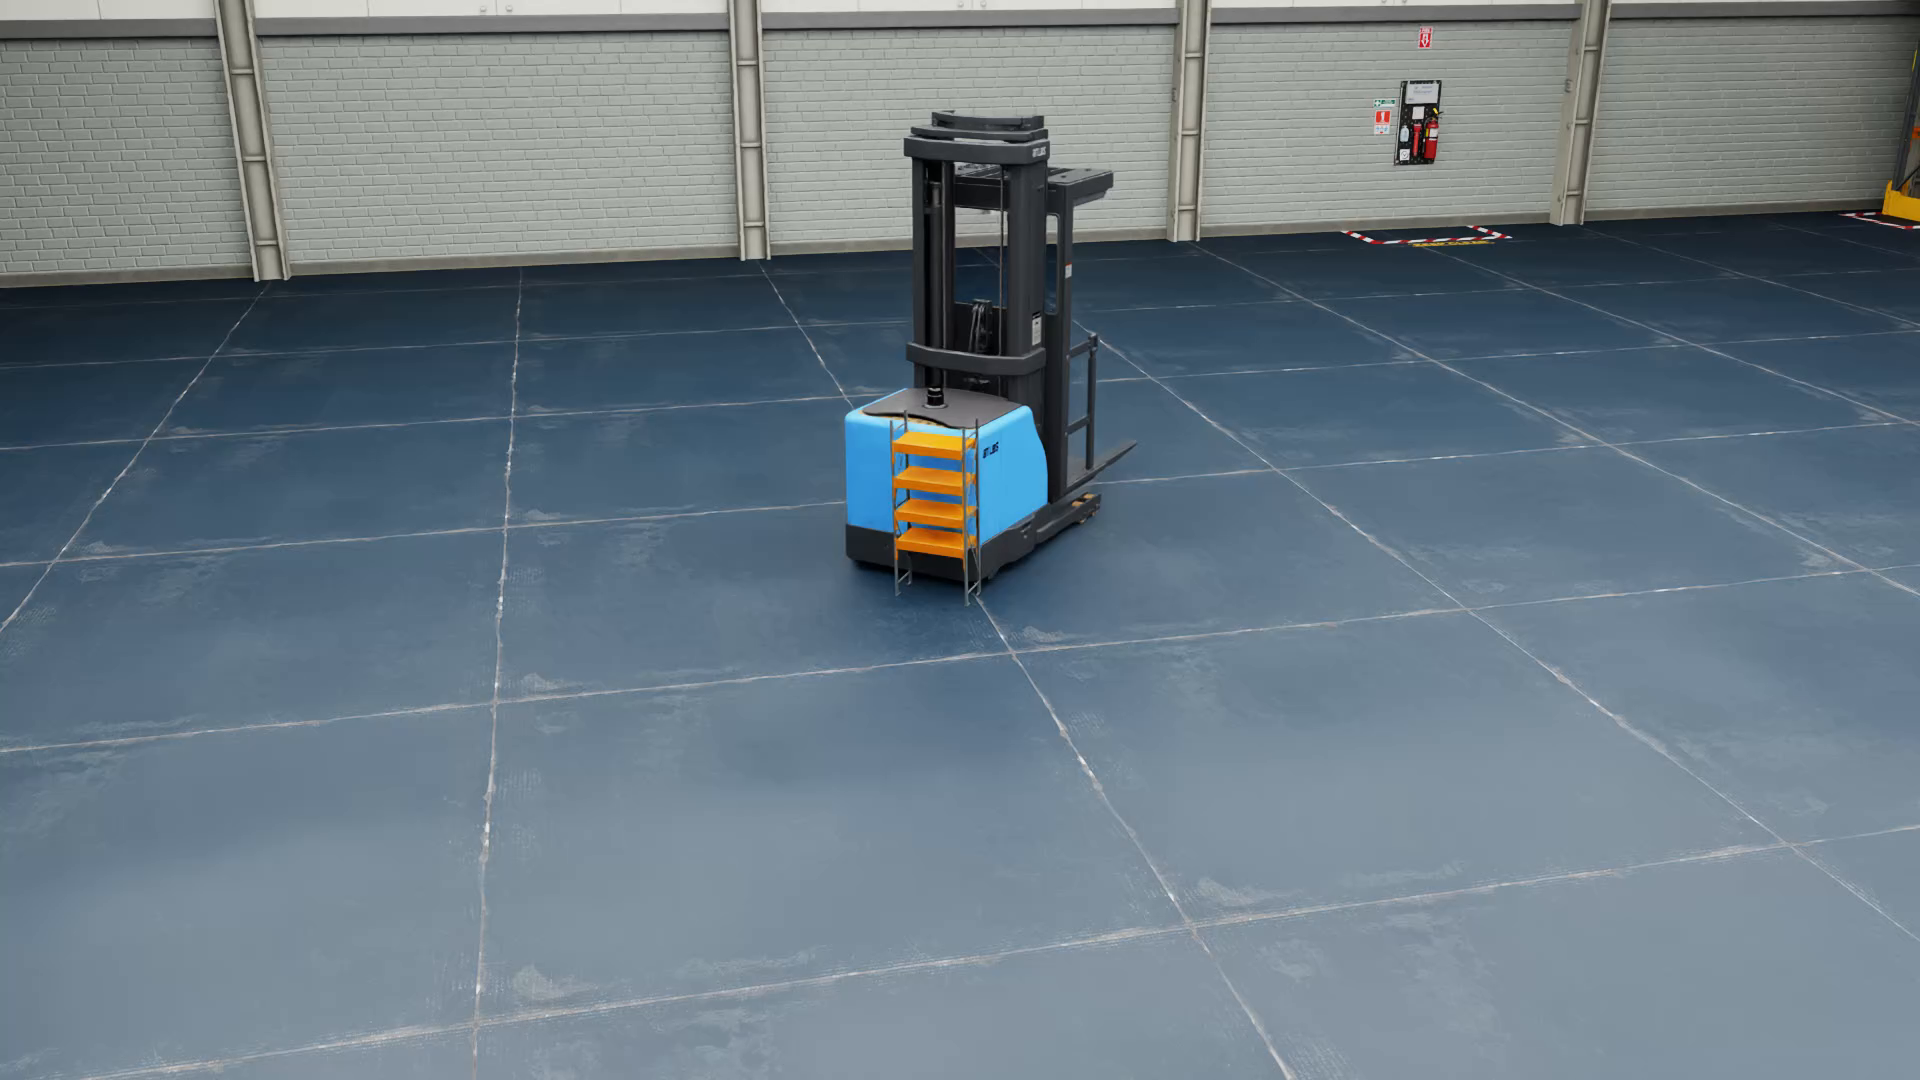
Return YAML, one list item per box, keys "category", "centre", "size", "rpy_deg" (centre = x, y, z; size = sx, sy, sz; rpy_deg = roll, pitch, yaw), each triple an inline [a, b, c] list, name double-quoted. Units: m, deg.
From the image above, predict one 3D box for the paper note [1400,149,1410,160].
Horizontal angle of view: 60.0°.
- category: "paper note"
  centre: [6.358, -5.506, 23.765]
  size: [0.142, 0.148, 0.016]
  rpy_deg: [-5, 21, -12]

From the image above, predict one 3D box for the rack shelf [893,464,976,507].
- category: "rack shelf"
  centre: [-0.154, -0.346, 10.544]
  size: [0.480, 0.148, 0.258]
  rpy_deg: [8, 24, 21]

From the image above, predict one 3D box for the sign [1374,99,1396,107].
- category: "sign"
  centre: [5.991, -6.164, 23.459]
  size: [0.331, 0.109, 0.001]
  rpy_deg: [-5, 21, -12]

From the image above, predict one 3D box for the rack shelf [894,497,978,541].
- category: "rack shelf"
  centre: [-0.151, -0.139, 10.629]
  size: [0.480, 0.148, 0.258]
  rpy_deg: [8, 24, 21]

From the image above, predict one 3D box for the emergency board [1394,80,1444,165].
- category: "emergency board"
  centre: [6.546, -5.911, 23.589]
  size: [0.643, 1.169, 0.194]
  rpy_deg: [-5, 21, -12]

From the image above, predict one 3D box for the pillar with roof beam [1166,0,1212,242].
- category: "pillar with roof beam"
  centre: [4.111, -6.994, 17.826]
  size: [0.400, 9.000, 9.100]
  rpy_deg: [-5, 21, -12]

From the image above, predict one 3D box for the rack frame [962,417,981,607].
- category: "rack frame"
  centre: [0.074, -0.170, 10.517]
  size: [0.015, 1.200, 0.240]
  rpy_deg: [8, 24, 21]

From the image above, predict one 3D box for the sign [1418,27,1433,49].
- category: "sign"
  centre: [6.515, -7.032, 23.279]
  size: [0.199, 0.298, 0.001]
  rpy_deg: [-5, 21, -12]

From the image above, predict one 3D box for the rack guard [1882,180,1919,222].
- category: "rack guard"
  centre: [14.391, -5.056, 24.889]
  size: [0.348, 0.500, 1.175]
  rpy_deg: [-5, 21, -12]

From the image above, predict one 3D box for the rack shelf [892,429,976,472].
- category: "rack shelf"
  centre: [-0.158, -0.565, 10.454]
  size: [0.480, 0.148, 0.258]
  rpy_deg: [8, 24, 21]

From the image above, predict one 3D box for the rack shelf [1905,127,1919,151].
- category: "rack shelf"
  centre: [16.263, -6.044, 24.999]
  size: [4.000, 0.370, 1.077]
  rpy_deg: [-5, 21, -12]

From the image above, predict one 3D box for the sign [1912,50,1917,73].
- category: "sign"
  centre: [14.208, -7.103, 24.701]
  size: [0.005, 0.325, 0.100]
  rpy_deg: [-5, 21, -12]

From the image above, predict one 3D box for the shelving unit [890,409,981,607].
- category: "shelving unit"
  centre: [-0.152, -0.201, 10.604]
  size: [0.503, 1.200, 0.258]
  rpy_deg: [8, 24, 21]

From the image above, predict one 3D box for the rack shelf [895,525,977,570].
- category: "rack shelf"
  centre: [-0.147, 0.044, 10.705]
  size: [0.480, 0.148, 0.258]
  rpy_deg: [8, 24, 21]

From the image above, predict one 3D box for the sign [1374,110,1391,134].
- category: "sign"
  centre: [5.984, -5.918, 23.557]
  size: [0.234, 0.329, 0.001]
  rpy_deg: [-5, 21, -12]

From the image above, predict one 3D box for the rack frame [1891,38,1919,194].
- category: "rack frame"
  centre: [14.317, -6.223, 24.443]
  size: [0.127, 3.000, 1.000]
  rpy_deg: [-5, 21, -12]

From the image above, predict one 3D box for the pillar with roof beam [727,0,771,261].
- category: "pillar with roof beam"
  centre: [-1.728, -6.520, 16.529]
  size: [0.400, 9.000, 9.100]
  rpy_deg: [-5, 21, -12]

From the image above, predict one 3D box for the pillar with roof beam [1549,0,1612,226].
- category: "pillar with roof beam"
  centre: [9.950, -7.469, 19.122]
  size: [0.400, 9.000, 9.100]
  rpy_deg: [-5, 21, -12]

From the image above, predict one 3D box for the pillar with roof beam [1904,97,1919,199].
- category: "pillar with roof beam"
  centre: [15.789, -7.944, 20.419]
  size: [0.400, 9.000, 9.100]
  rpy_deg: [-5, 21, -12]

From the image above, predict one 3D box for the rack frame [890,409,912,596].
- category: "rack frame"
  centre: [-0.377, -0.233, 10.691]
  size: [0.015, 1.200, 0.240]
  rpy_deg: [8, 24, 21]

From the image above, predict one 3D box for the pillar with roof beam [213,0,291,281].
- category: "pillar with roof beam"
  centre: [-7.567, -6.045, 15.233]
  size: [0.400, 9.000, 9.100]
  rpy_deg: [-5, 21, -12]

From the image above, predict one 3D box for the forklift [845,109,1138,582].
- category: "forklift"
  centre: [0.388, -1.563, 11.821]
  size: [1.130, 2.935, 3.031]
  rpy_deg: [11, 23, 28]
